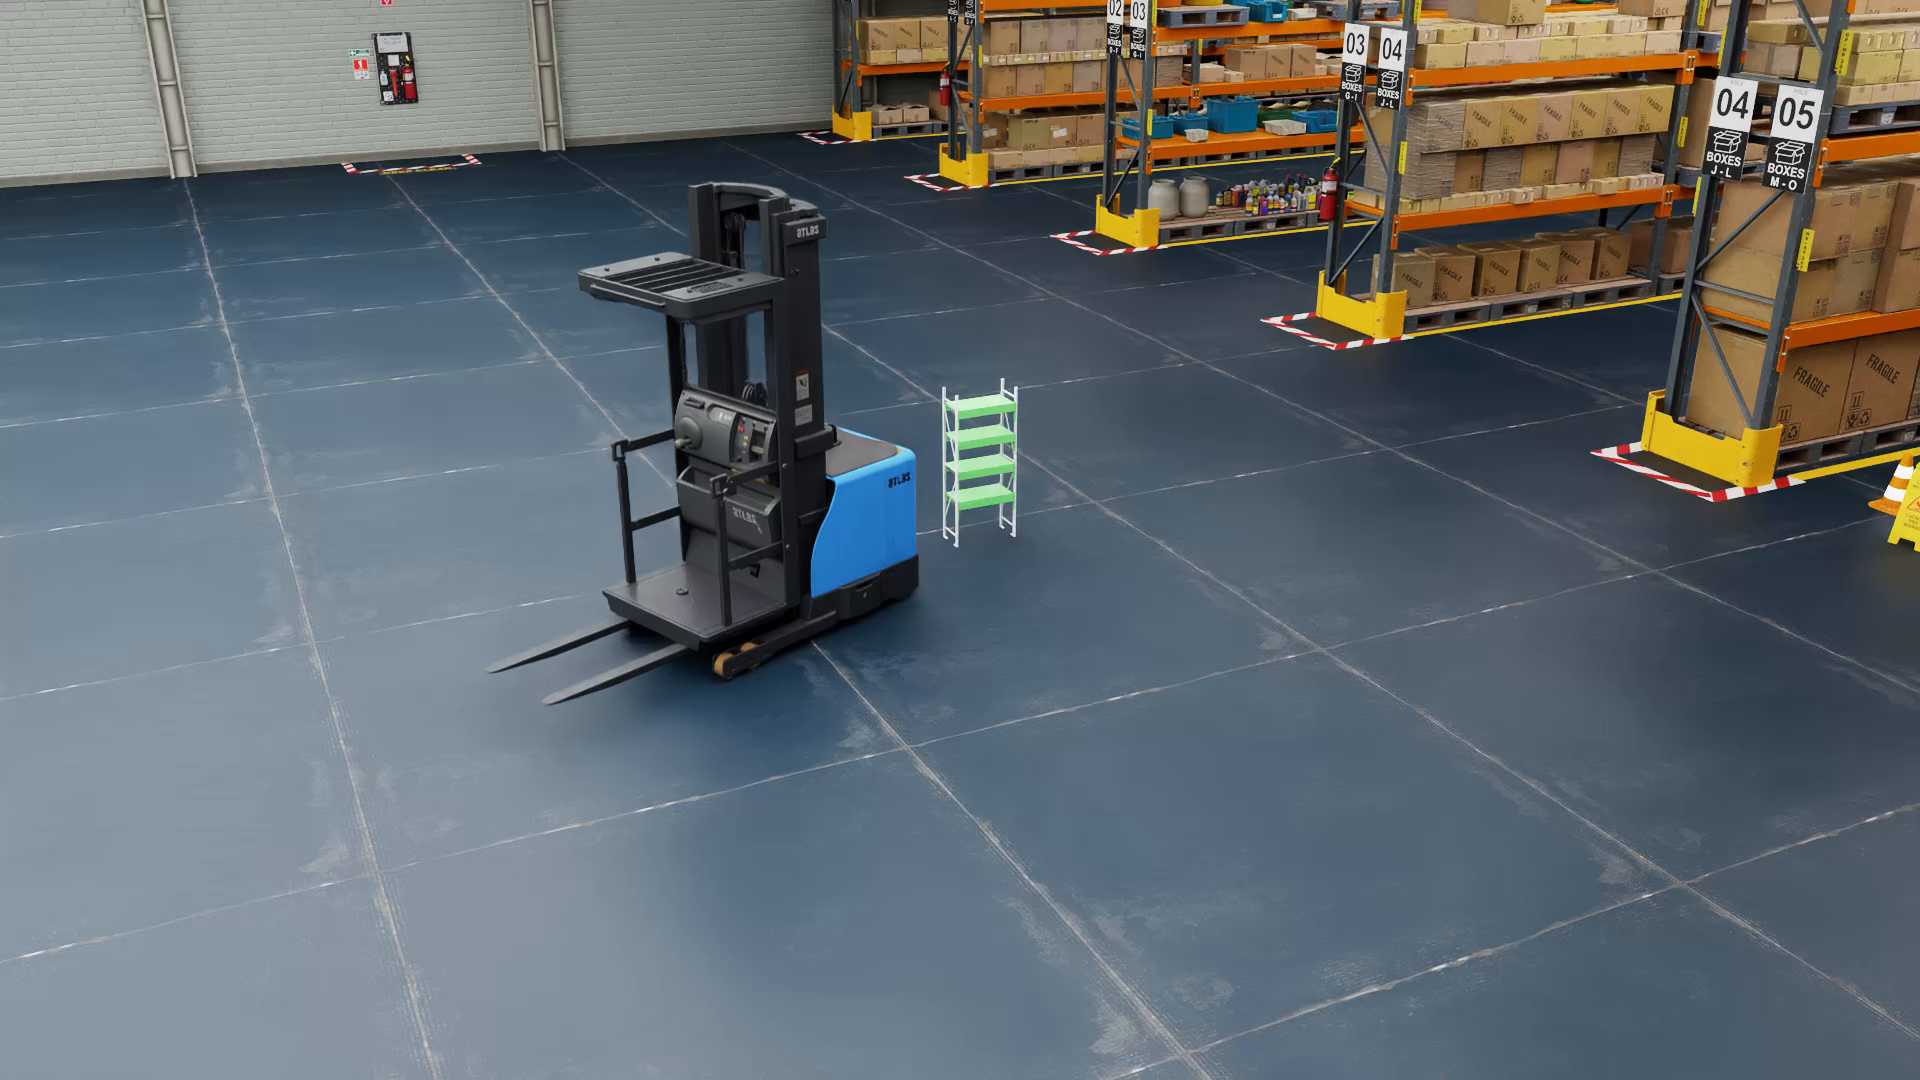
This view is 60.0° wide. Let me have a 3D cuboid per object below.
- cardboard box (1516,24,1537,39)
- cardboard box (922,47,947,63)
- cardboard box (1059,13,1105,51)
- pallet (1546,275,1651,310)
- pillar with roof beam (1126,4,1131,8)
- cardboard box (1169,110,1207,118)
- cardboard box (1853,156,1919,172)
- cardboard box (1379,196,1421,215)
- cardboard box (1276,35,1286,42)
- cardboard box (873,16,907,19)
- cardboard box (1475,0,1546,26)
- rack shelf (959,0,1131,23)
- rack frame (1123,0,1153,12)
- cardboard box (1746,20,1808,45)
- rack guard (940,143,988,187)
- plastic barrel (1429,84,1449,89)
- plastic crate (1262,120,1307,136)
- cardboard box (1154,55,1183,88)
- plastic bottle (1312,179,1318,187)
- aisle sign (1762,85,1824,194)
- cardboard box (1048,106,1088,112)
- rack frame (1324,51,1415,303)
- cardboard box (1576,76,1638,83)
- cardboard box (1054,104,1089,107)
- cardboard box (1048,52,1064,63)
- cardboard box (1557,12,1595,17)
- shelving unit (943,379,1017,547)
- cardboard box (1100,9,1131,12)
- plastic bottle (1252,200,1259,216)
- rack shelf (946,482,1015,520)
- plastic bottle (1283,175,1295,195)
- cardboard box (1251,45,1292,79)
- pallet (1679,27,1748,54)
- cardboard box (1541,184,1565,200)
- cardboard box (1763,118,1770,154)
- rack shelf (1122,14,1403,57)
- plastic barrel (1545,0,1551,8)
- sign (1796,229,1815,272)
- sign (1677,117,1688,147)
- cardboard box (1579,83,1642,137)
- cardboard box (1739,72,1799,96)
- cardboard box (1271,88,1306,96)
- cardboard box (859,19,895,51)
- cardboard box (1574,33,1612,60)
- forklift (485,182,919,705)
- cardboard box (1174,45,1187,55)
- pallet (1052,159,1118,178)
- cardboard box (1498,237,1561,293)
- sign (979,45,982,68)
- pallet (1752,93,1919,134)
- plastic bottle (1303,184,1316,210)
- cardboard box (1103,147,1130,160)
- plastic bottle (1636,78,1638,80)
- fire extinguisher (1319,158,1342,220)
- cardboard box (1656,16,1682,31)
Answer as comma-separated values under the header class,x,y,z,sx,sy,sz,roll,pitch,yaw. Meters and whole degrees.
class,x,y,z,sx,sy,sz,roll,pitch,yaw
cardboard box,5.906,-5.439,17.721,0.250,0.149,0.380,-12,25,-26
cardboard box,-0.573,-8.974,30.678,0.500,0.250,0.500,-11,25,-24
cardboard box,1.928,-8.166,26.729,0.500,0.500,0.700,-10,25,-24
pallet,7.385,-3.020,19.769,1.213,0.211,1.003,-10,25,-24
pillar with roof beam,5.455,-11.587,28.976,0.400,9.000,9.100,-10,25,-24
cardboard box,3.923,-7.195,28.522,0.500,0.311,0.500,-10,25,-24
cardboard box,8.222,-2.960,14.372,0.500,0.550,0.875,-10,25,-24
cardboard box,4.731,-3.617,17.895,0.250,0.149,0.380,-10,25,-24
cardboard box,6.442,-10.268,33.936,0.250,0.149,0.380,-10,24,-22
cardboard box,-1.284,-9.407,30.744,0.500,0.500,0.500,-10,25,-23
cardboard box,5.826,-5.722,17.556,0.500,0.500,0.500,-11,25,-24
rack shelf,1.880,-8.568,26.545,4.000,0.370,1.077,-10,25,-24
rack frame,2.223,-8.247,20.907,0.127,3.000,1.000,-10,25,-24
cardboard box,6.587,-4.093,13.401,0.250,0.149,0.380,-10,25,-23
rack guard,0.056,-6.024,26.649,0.348,0.500,1.175,-10,25,-24
plastic barrel,6.784,-6.284,23.832,0.433,0.535,0.433,0,22,0
plastic crate,4.474,-5.660,22.846,0.437,0.136,0.530,-10,25,-24
cardboard box,3.285,-7.817,27.581,0.500,0.500,0.700,-11,25,-25
plastic bottle,5.117,-5.085,24.089,0.133,0.283,0.061,-10,25,-24
aisle sign,6.497,-3.128,12.986,0.004,0.787,0.394,-10,25,-24
cardboard box,1.778,-6.898,27.557,0.500,0.500,0.500,-10,25,-24
rack frame,4.371,-3.768,17.931,0.127,3.000,1.000,-10,25,-24
cardboard box,7.459,-5.090,19.298,0.500,0.500,0.500,-10,25,-24
cardboard box,2.186,-8.729,32.608,0.500,0.500,0.700,-10,24,-22
cardboard box,1.454,-7.691,26.430,0.250,0.149,0.380,-11,25,-25
cardboard box,6.882,-5.824,18.650,0.250,0.149,0.380,-10,24,-22
shelving unit,0.149,-0.582,12.587,0.503,1.200,0.258,-10,25,-24
cardboard box,3.090,-10.085,32.486,0.500,0.500,0.700,-7,23,-16
plastic bottle,4.085,-4.596,23.014,0.097,0.201,0.097,0,22,0
rack shelf,0.149,-0.301,12.703,0.480,0.148,0.258,-10,25,-24
plastic bottle,4.750,-5.096,24.026,0.185,0.351,0.144,-12,25,-26
cardboard box,5.307,-8.185,28.470,0.500,0.500,0.500,-10,25,-24
pallet,8.578,-5.796,19.155,1.003,0.211,1.213,-10,25,-24
cardboard box,6.551,-3.935,18.662,0.250,0.149,0.380,-10,25,-24
cardboard box,9.497,-4.993,20.206,0.637,0.503,0.797,-8,24,-18
rack shelf,4.025,-6.860,22.420,4.000,0.370,1.077,-10,25,-24
plastic barrel,8.387,-7.833,24.009,0.301,0.262,0.301,0,22,0
sign,6.666,-2.286,13.116,0.005,0.325,0.100,-10,25,-24
sign,8.217,-4.646,18.920,0.005,0.325,0.100,-10,25,-24
cardboard box,7.239,-4.824,18.656,0.500,0.500,0.500,-10,25,-24
cardboard box,6.584,-3.724,13.551,0.250,0.149,0.380,-10,25,-24
cardboard box,6.646,-9.637,34.371,0.750,0.750,0.750,-11,25,-24
cardboard box,-1.513,-9.151,30.125,0.500,0.500,0.500,-10,25,-24
cardboard box,6.746,-5.413,18.180,0.500,0.250,0.500,-11,25,-24
forklift,-1.658,-0.688,10.579,1.130,2.935,3.031,19,29,39
cardboard box,3.530,-8.073,27.352,0.250,0.149,0.380,-10,25,-24
pallet,1.847,-6.236,27.540,1.213,0.211,1.003,-10,25,-24
cardboard box,6.559,-3.190,19.255,0.500,0.500,0.500,-13,26,-28
sign,0.313,-7.427,25.535,0.005,0.325,0.100,-10,25,-24
pallet,7.095,-3.514,13.510,1.213,0.211,1.003,-10,25,-24
plastic bottle,4.908,-4.826,23.376,0.185,0.351,0.144,-11,25,-24
cardboard box,2.460,-6.450,27.456,0.500,0.250,0.500,-10,25,-24
plastic bottle,10.641,-7.152,26.258,0.133,0.283,0.061,-10,25,-24
fire extinguisher,4.068,-3.872,18.284,0.183,0.674,0.296,-10,25,-24
cardboard box,7.808,-5.779,18.542,0.250,0.149,0.380,-10,24,-22
